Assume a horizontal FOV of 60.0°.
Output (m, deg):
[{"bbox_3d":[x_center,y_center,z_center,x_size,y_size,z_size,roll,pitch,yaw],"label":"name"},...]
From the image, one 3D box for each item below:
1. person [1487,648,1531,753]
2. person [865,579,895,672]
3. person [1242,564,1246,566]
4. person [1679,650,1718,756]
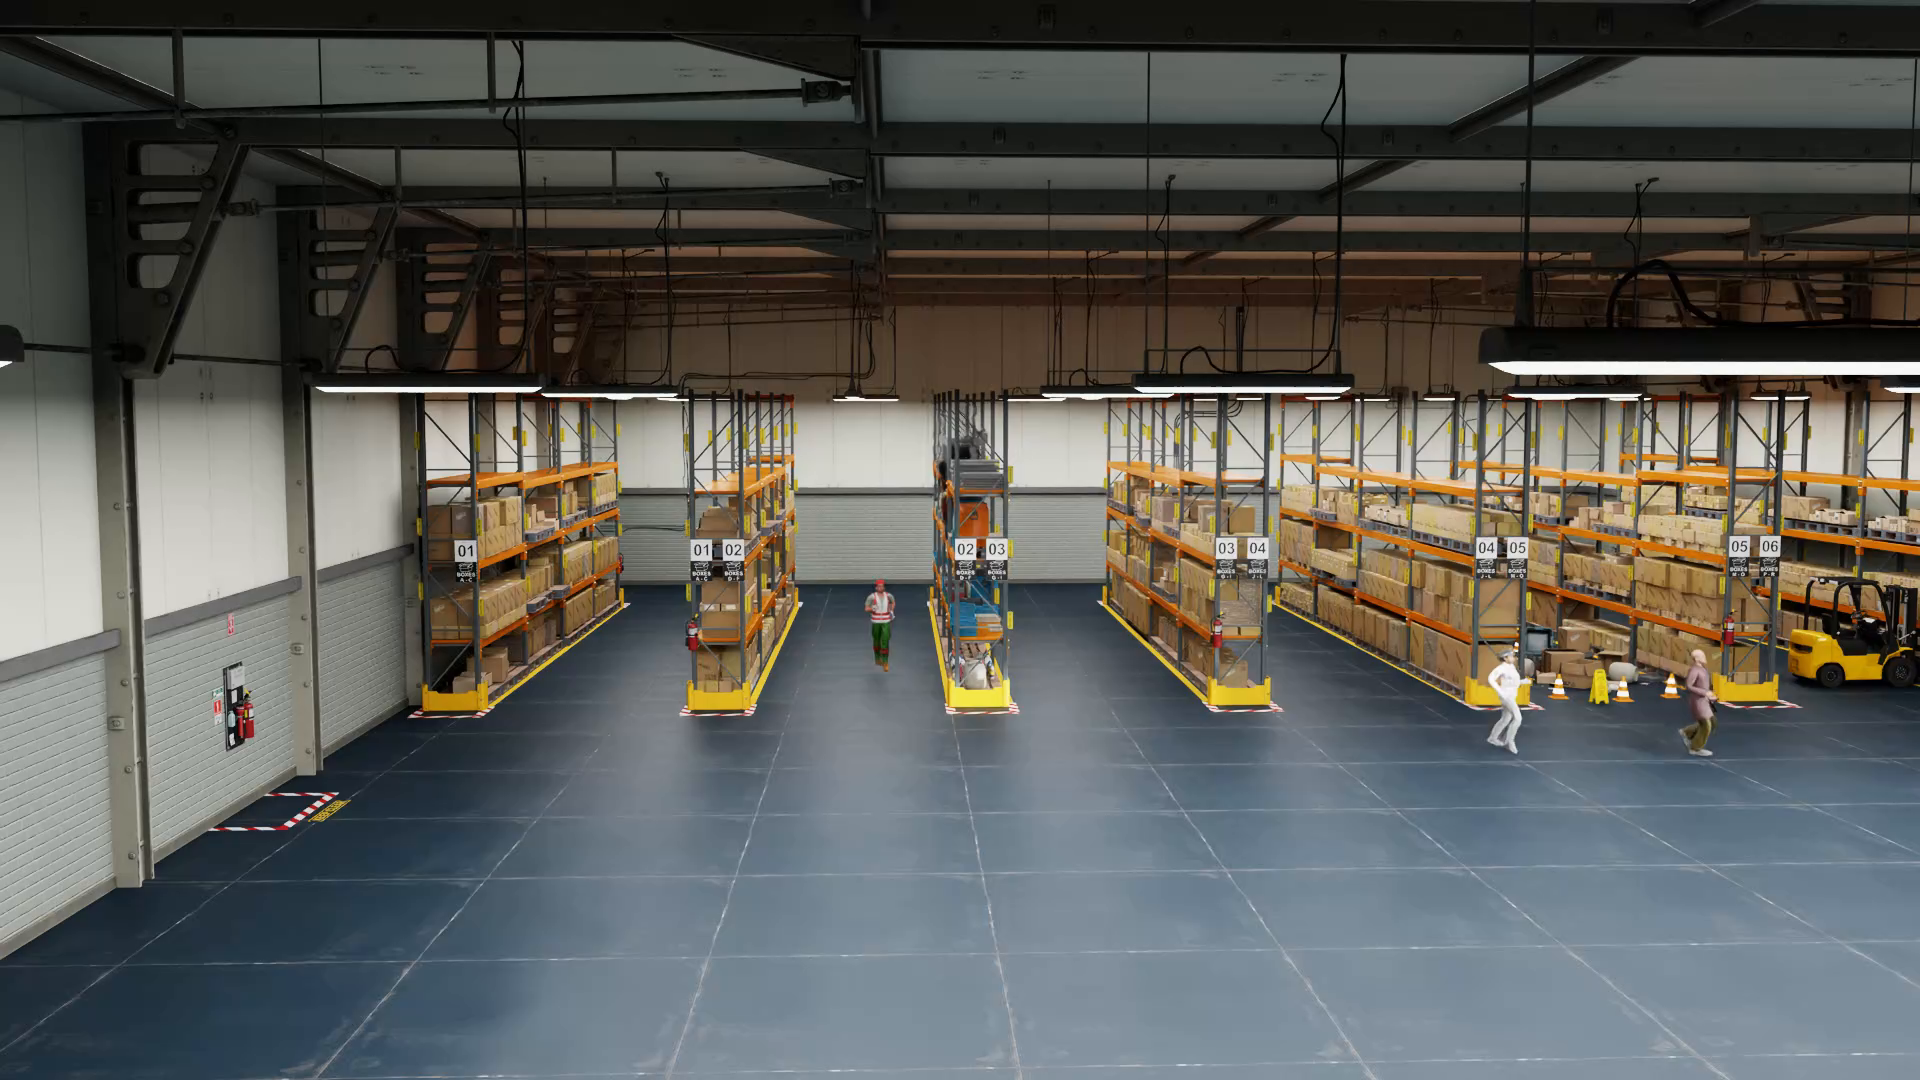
[{"bbox_3d":[9.073,2.642,27.497,0.672,1.744,0.590,3,6,35],"label":"person"},{"bbox_3d":[-1.636,1.740,34.263,0.638,1.869,0.740,-1,5,-7],"label":"person"},{"bbox_3d":[7.862,1.009,47.828,0.742,1.635,0.788,1,5,13],"label":"person"},{"bbox_3d":[12.062,2.647,27.100,0.648,1.726,0.706,4,6,40],"label":"person"}]
